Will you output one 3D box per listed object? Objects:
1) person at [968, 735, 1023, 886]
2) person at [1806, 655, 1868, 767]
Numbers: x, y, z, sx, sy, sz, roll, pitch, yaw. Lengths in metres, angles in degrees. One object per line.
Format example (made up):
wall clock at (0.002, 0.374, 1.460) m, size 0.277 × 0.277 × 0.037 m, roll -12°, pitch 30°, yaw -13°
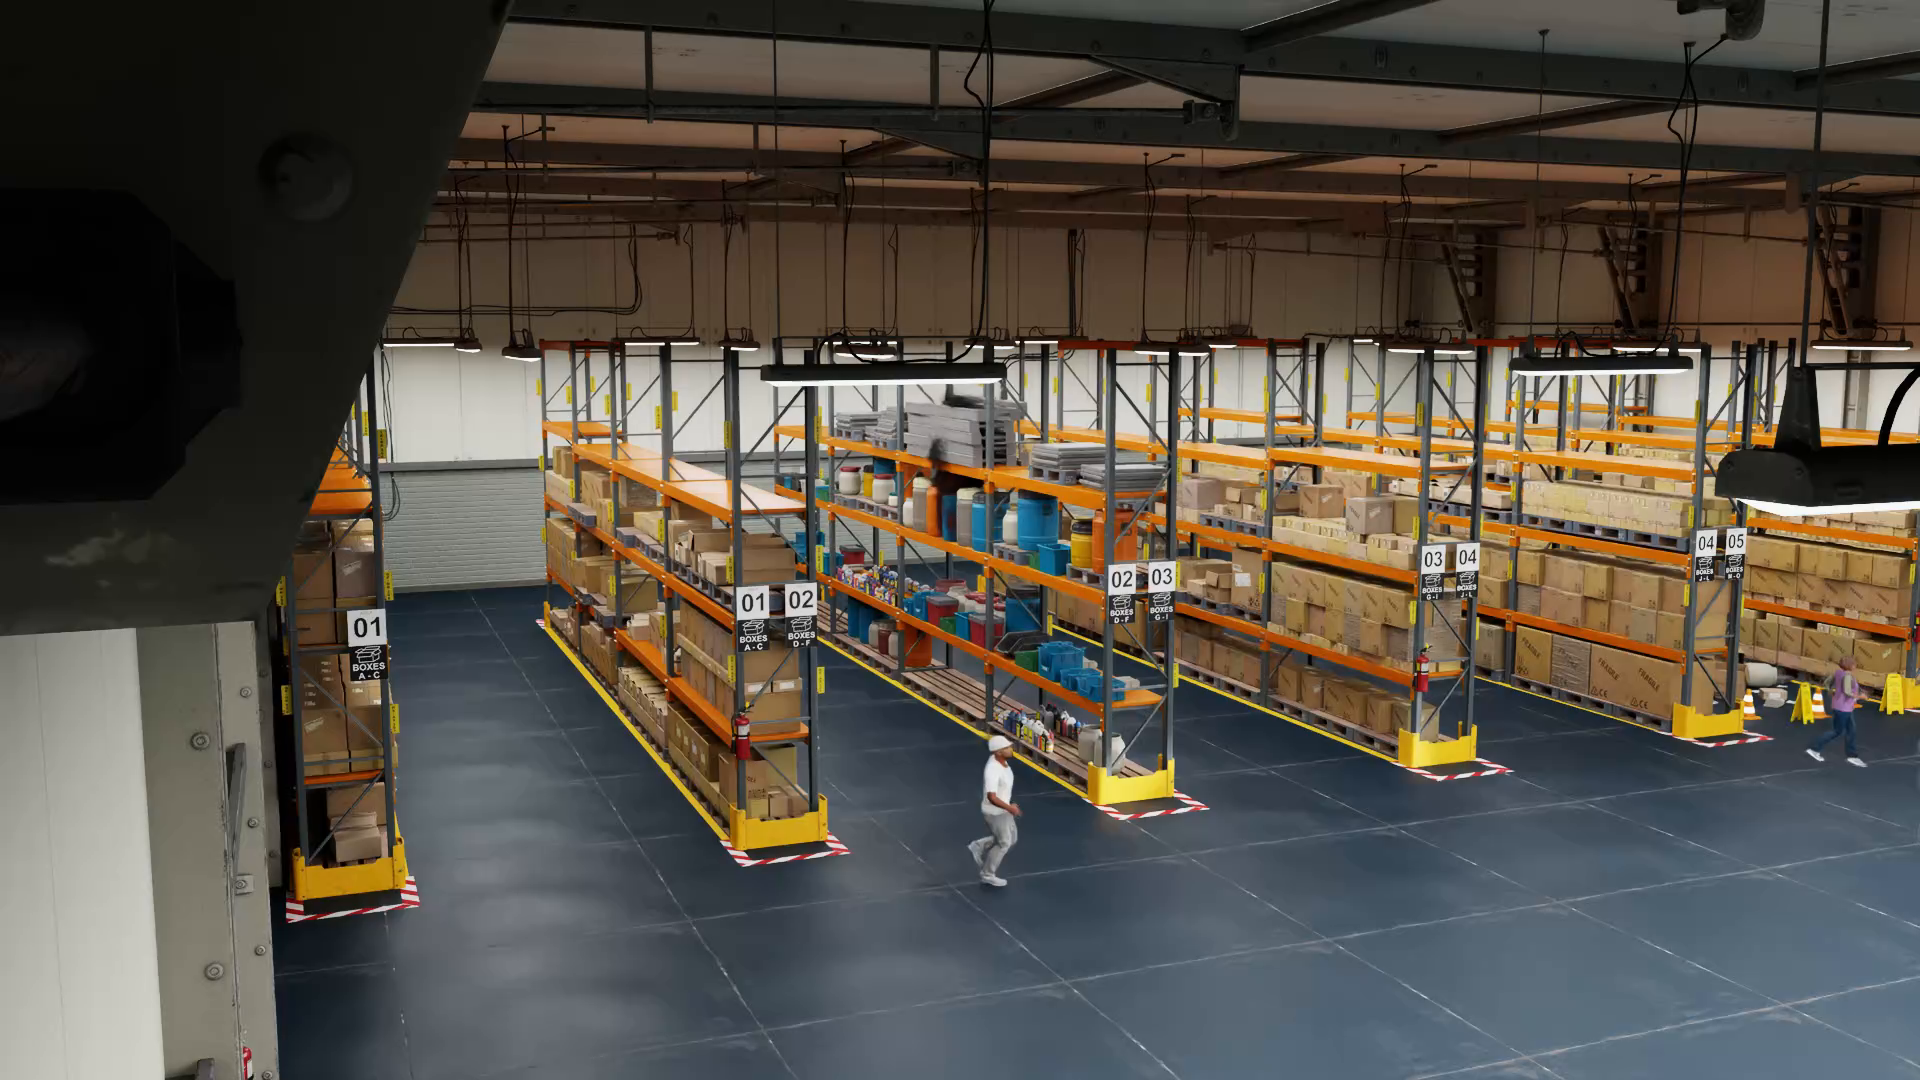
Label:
person at (0.405, 3.047, 18.825) m, size 0.654 × 1.728 × 0.722 m, roll 1°, pitch 8°, yaw 8°
person at (12.603, 2.450, 23.816) m, size 0.803 × 1.614 × 0.533 m, roll 2°, pitch 8°, yaw 18°
